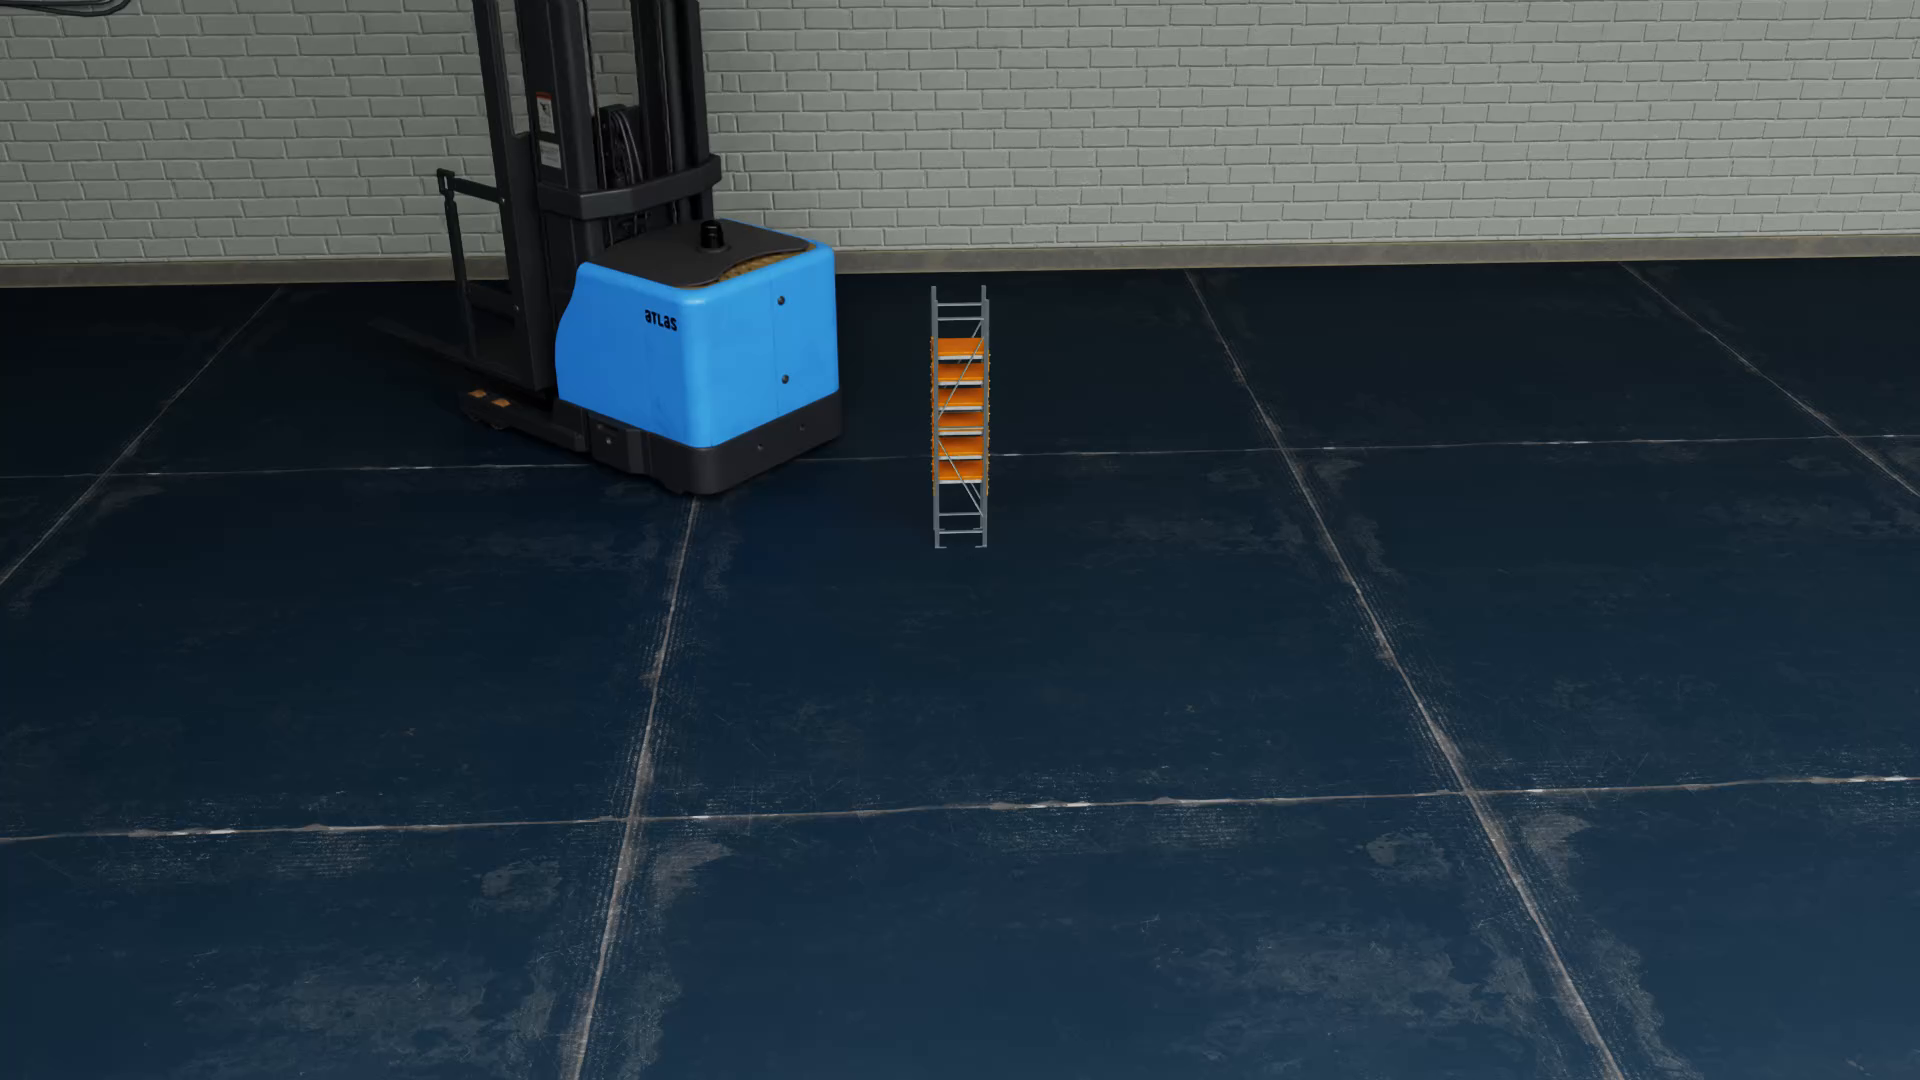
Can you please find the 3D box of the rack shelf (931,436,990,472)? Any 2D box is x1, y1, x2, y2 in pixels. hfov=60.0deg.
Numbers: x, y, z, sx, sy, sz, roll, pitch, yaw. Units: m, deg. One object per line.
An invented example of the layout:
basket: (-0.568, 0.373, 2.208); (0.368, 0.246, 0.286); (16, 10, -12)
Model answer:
rack shelf: (-0.001, -0.393, 7.561); (0.258, 0.103, 0.180); (-1, 28, -3)

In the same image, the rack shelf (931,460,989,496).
rack shelf: (-0.001, -0.286, 7.617); (0.258, 0.103, 0.180); (-1, 28, -3)

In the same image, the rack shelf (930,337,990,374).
rack shelf: (-0.001, -0.818, 7.339); (0.258, 0.103, 0.180); (-1, 28, -3)

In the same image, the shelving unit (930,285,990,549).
shelving unit: (-0.001, -0.539, 7.485); (0.258, 1.200, 0.189); (-1, 28, -3)

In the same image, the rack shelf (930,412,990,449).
rack shelf: (-0.001, -0.499, 7.506); (0.258, 0.103, 0.180); (-1, 28, -3)

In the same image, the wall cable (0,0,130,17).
wall cable: (-6.461, -4.253, 9.532); (3.097, 2.526, 0.112); (-1, 28, -3)

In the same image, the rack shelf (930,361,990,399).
rack shelf: (-0.001, -0.712, 7.395); (0.258, 0.103, 0.180); (-1, 28, -3)

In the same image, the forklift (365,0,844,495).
forklift: (-2.078, -2.058, 8.527); (3.031, 2.935, 1.130); (20, 34, 33)

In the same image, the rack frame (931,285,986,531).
rack frame: (-0.006, -0.581, 7.566); (0.240, 1.200, 0.006); (-1, 28, -3)

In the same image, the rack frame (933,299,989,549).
rack frame: (0.004, -0.496, 7.404); (0.240, 1.200, 0.006); (-1, 28, -3)

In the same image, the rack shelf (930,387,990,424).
rack shelf: (-0.001, -0.606, 7.450); (0.258, 0.103, 0.180); (-1, 28, -3)
